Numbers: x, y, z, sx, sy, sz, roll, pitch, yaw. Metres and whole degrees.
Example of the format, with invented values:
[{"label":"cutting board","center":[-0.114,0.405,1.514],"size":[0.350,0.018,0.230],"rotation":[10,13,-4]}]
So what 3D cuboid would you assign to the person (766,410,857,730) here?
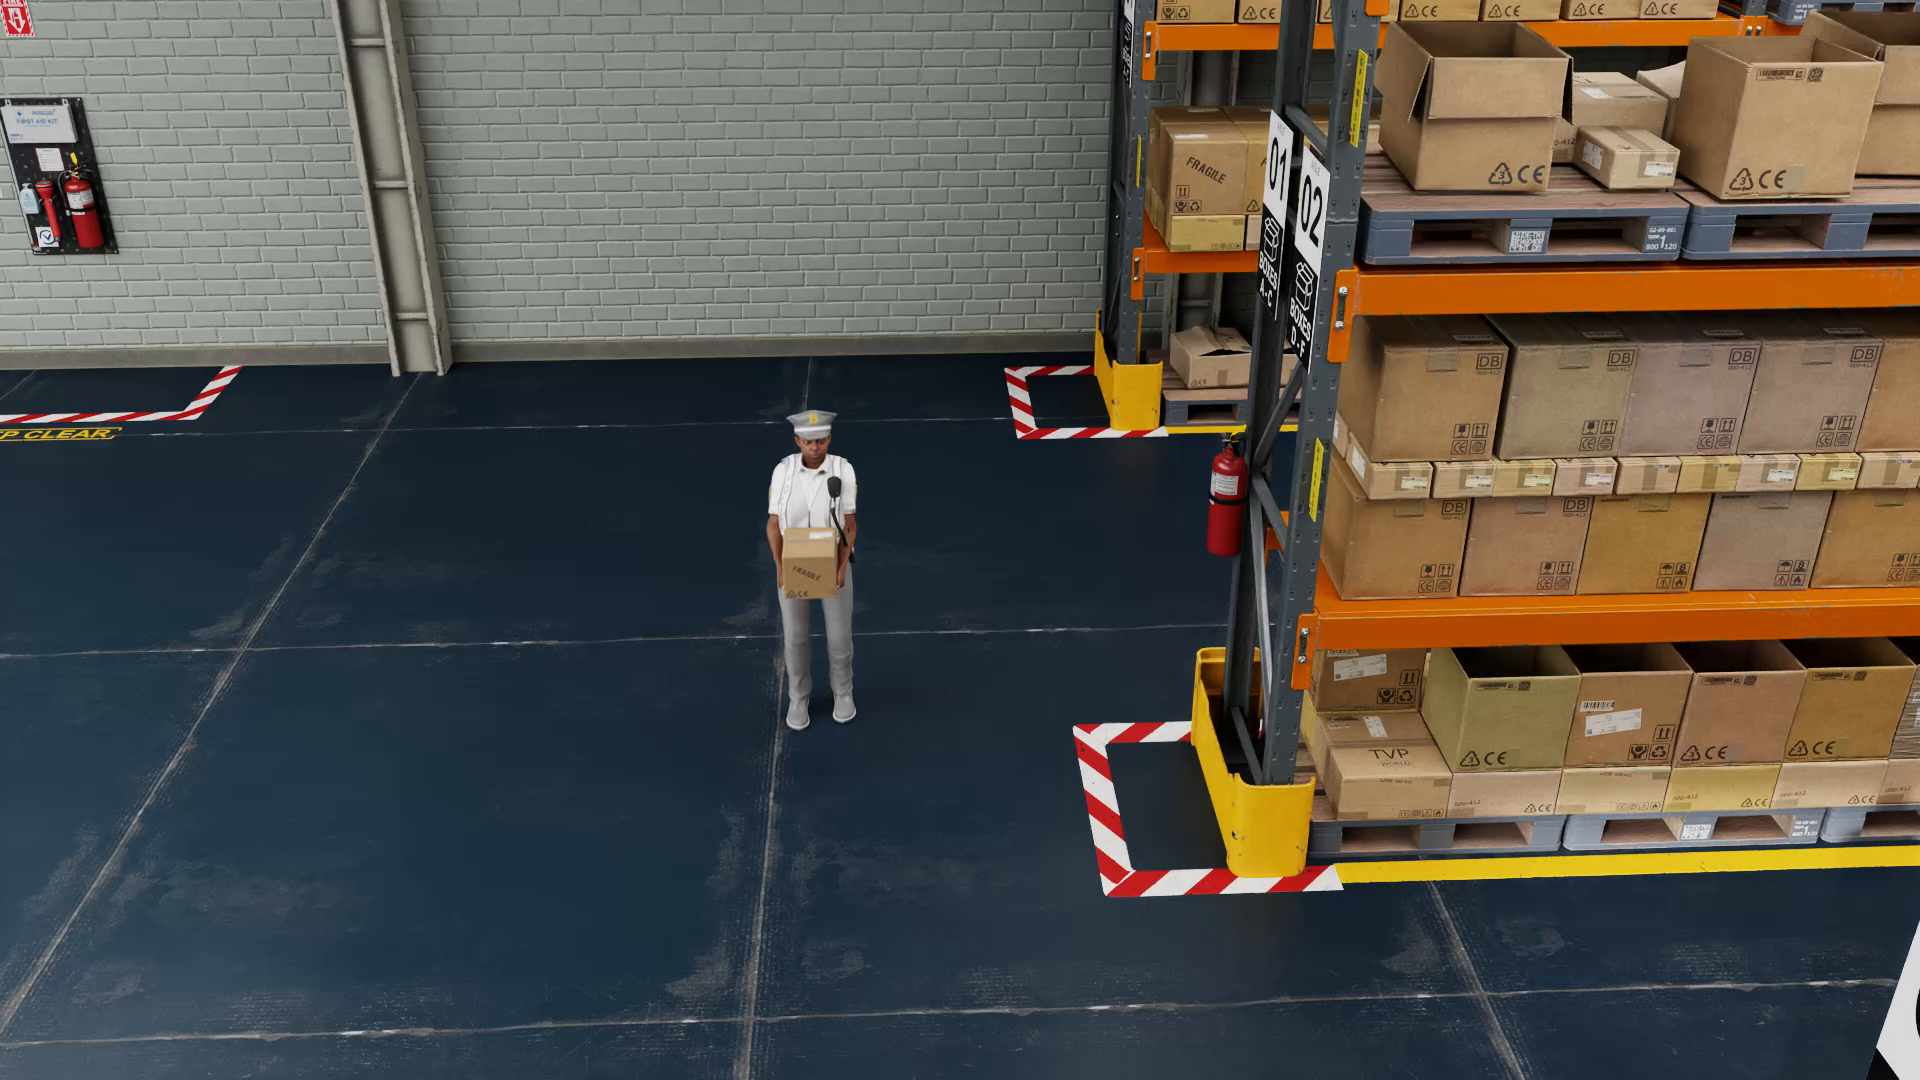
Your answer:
[{"label":"person","center":[-0.729,0.161,8.287],"size":[0.450,1.687,0.539],"rotation":[-1,28,-2]}]
